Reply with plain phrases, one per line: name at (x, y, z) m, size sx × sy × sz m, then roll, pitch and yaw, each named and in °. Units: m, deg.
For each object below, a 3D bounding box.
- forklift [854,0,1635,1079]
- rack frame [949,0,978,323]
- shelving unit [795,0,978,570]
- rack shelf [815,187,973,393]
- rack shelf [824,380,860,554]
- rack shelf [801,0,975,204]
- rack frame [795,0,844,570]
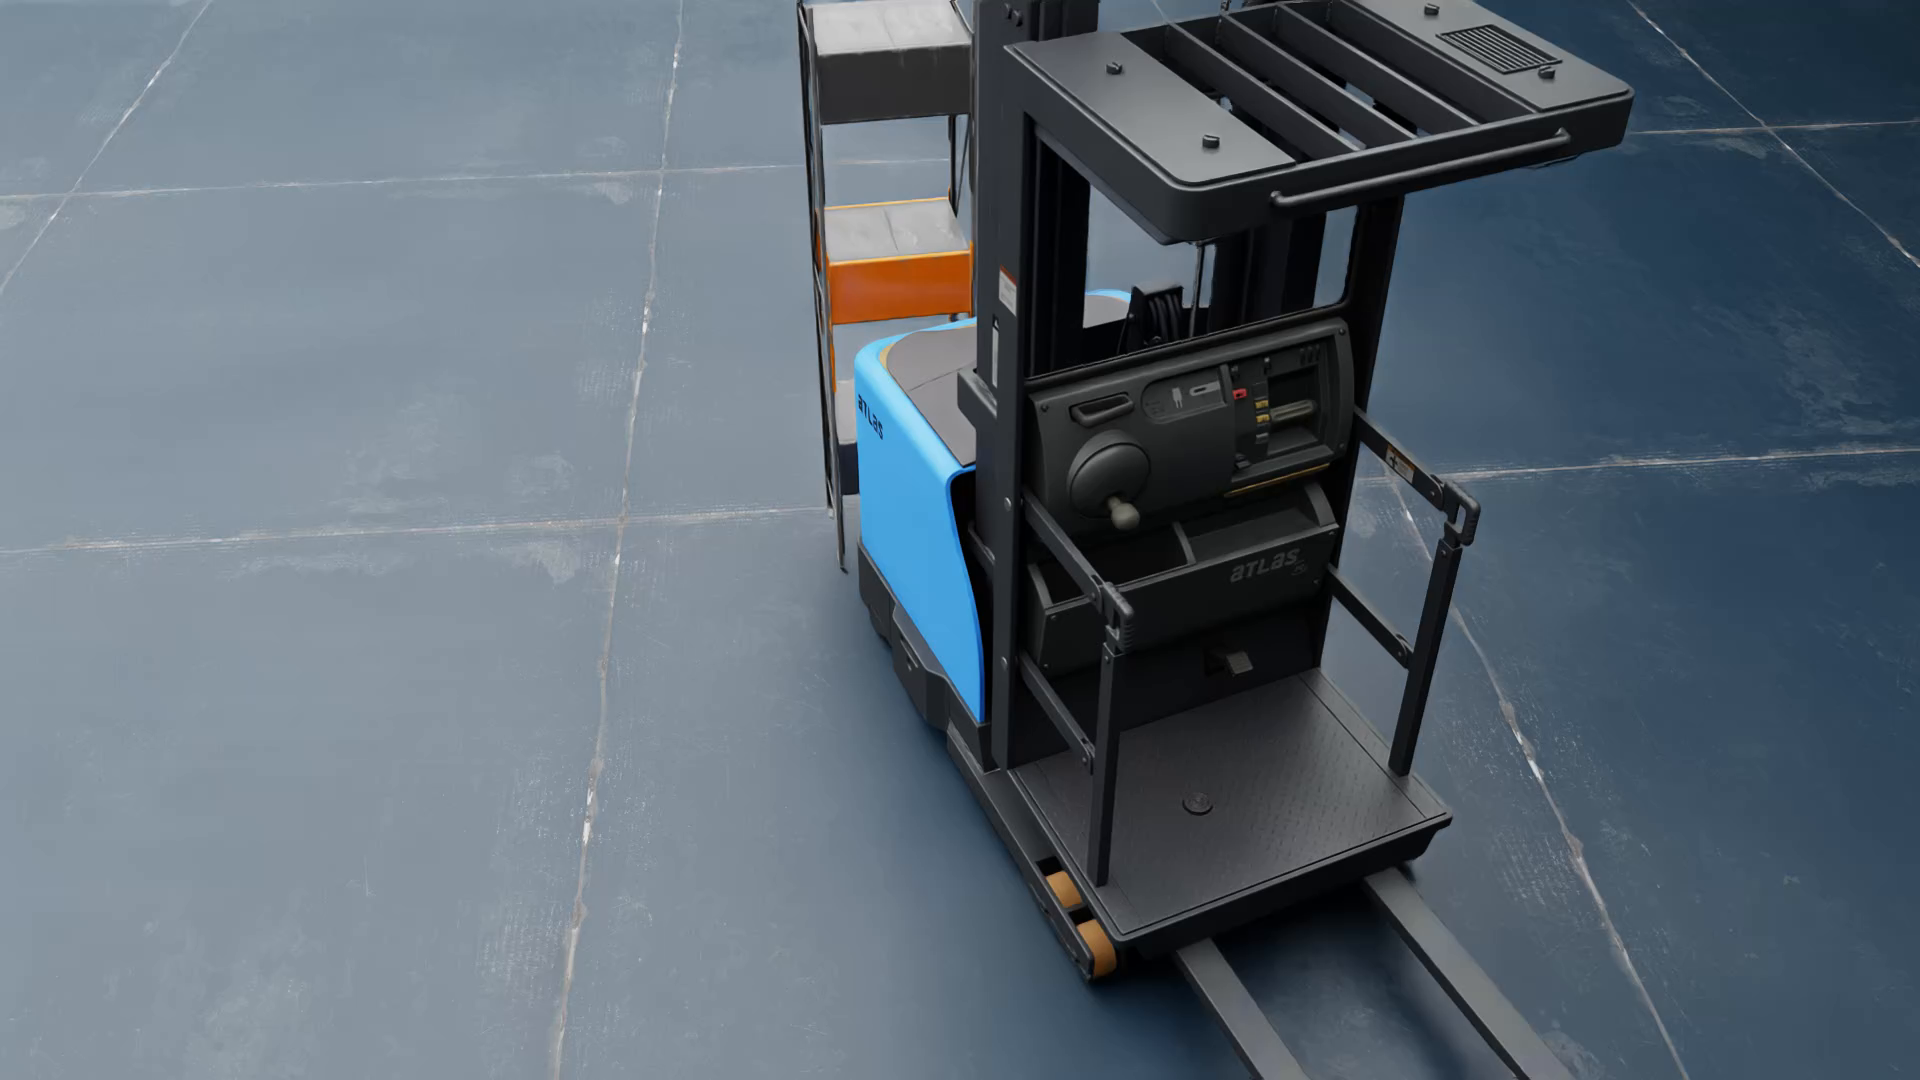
forklift at (0.711, -0.225, 4.168) m, size 1.130 × 2.935 × 3.031 m, roll -16°, pitch 41°, yaw -19°
rack frame at (0.010, -0.893, 5.687) m, size 0.015 × 2.100 × 0.400 m, roll -7°, pitch 39°, yaw -8°
shelving unit at (-0.230, -0.865, 5.651) m, size 0.503 × 2.100 × 0.431 m, roll -7°, pitch 39°, yaw -8°
rack shelf at (-0.230, -0.854, 5.660) m, size 0.480 × 0.518 × 0.431 m, roll -7°, pitch 39°, yaw -8°
rack shelf at (-0.230, -0.305, 6.093) m, size 0.480 × 0.518 × 0.431 m, roll -7°, pitch 39°, yaw -8°
rack shelf at (-0.230, -1.404, 5.226) m, size 0.480 × 0.518 × 0.431 m, roll -7°, pitch 39°, yaw -8°
rack frame at (-0.470, -0.837, 5.616) m, size 0.015 × 2.100 × 0.400 m, roll -7°, pitch 39°, yaw -8°
